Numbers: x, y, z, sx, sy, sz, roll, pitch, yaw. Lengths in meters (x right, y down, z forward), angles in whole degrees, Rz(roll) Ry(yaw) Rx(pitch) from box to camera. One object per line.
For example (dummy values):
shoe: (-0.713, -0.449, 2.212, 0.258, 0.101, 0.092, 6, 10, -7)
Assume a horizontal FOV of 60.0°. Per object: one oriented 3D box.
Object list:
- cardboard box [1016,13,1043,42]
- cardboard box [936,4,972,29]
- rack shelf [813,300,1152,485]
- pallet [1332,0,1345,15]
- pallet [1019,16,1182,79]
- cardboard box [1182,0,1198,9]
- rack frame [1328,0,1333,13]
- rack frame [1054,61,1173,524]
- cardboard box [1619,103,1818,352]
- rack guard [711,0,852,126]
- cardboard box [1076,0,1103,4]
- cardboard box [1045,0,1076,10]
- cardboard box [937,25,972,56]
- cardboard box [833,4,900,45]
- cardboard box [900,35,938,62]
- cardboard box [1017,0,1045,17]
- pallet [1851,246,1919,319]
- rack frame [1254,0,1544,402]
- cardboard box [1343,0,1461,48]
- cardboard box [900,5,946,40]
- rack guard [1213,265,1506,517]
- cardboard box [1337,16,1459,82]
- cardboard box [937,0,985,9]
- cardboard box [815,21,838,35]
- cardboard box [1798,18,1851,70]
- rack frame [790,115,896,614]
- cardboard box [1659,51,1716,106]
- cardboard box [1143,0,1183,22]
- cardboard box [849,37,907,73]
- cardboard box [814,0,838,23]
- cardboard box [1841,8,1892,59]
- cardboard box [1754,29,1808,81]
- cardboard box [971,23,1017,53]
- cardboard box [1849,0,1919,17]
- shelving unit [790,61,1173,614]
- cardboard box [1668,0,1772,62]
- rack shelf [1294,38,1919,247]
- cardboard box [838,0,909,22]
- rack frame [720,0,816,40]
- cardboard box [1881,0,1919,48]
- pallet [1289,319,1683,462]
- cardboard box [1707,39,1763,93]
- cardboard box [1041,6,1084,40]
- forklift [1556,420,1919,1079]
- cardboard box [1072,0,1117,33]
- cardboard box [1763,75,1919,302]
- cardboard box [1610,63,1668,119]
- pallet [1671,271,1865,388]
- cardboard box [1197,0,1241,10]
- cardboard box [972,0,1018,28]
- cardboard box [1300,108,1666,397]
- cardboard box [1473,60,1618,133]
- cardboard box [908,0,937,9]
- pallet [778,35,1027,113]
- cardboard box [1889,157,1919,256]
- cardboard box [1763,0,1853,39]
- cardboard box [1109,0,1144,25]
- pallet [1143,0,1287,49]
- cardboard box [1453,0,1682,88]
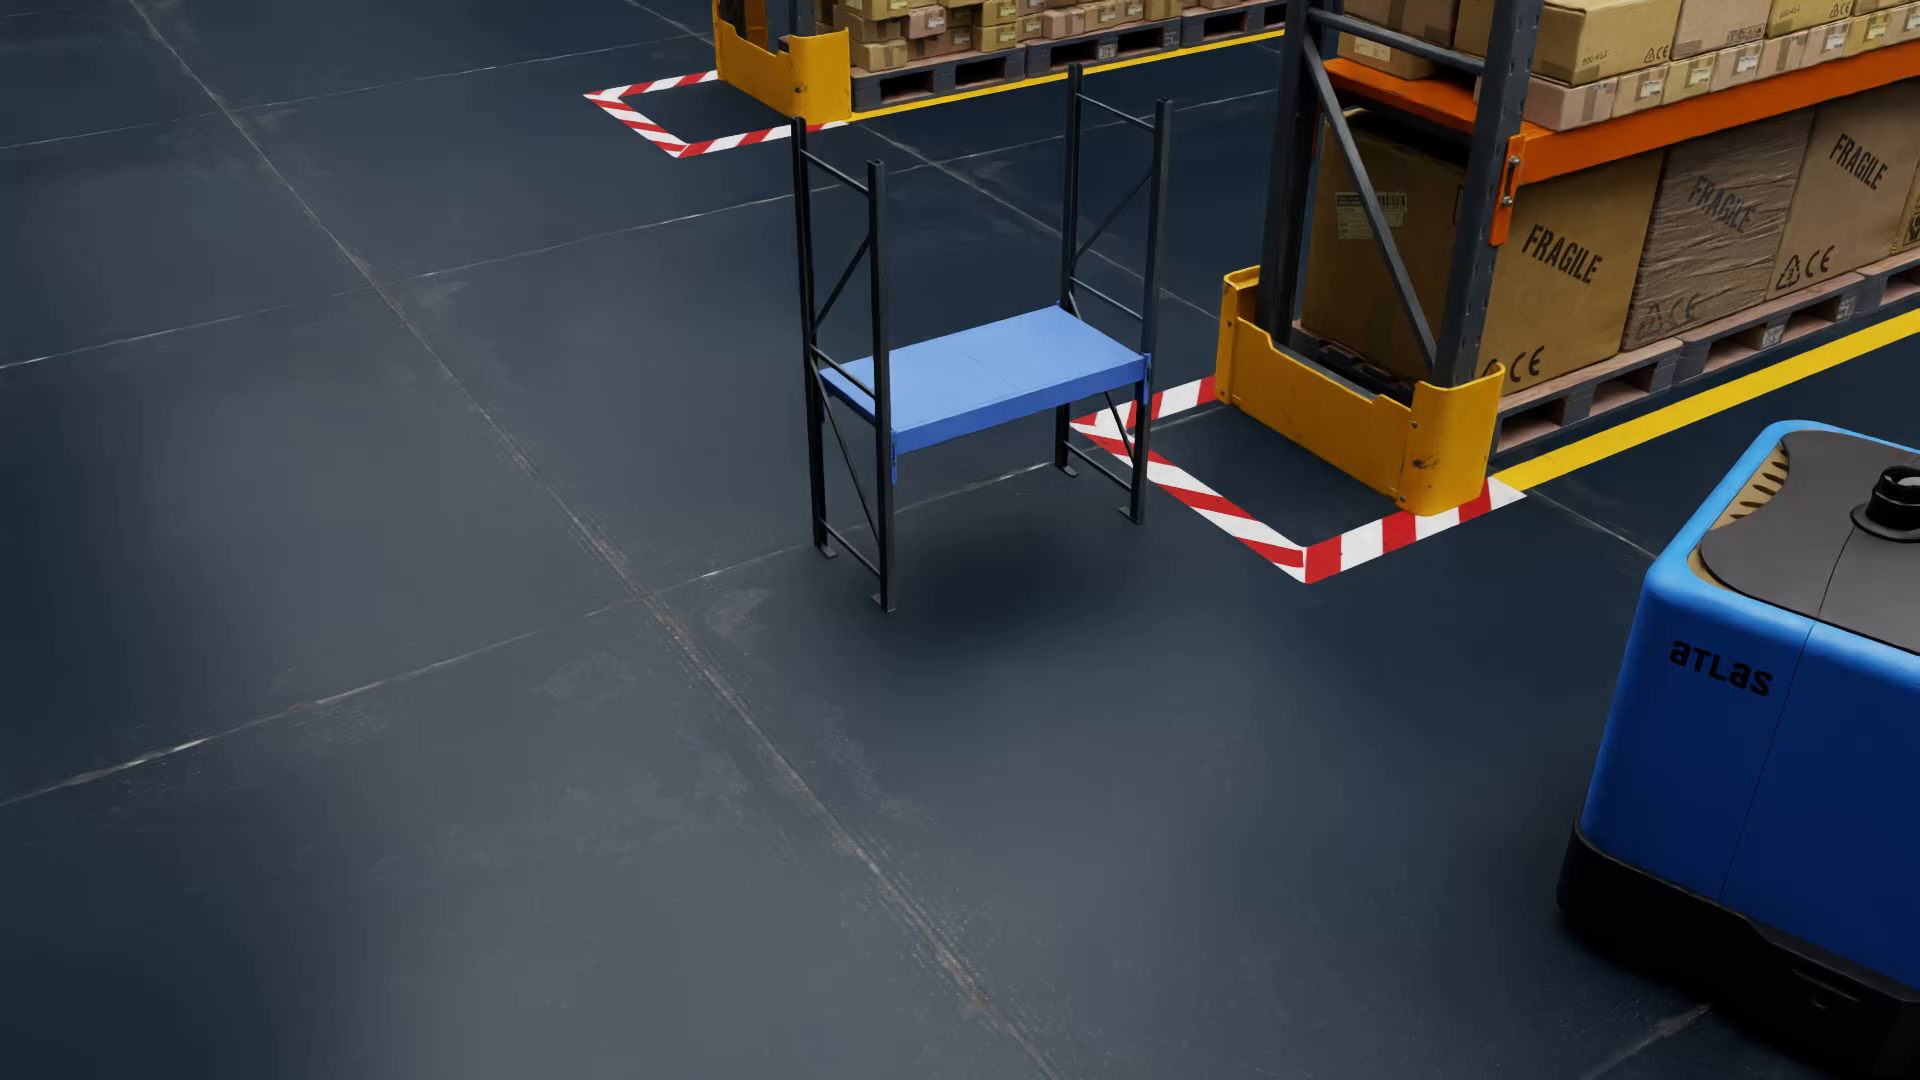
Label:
cardboard box: (0.303, -3.218, 10.318, 0.250, 0.149, 0.380, -19, 37, -27)
cardboard box: (-0.130, -3.208, 10.024, 0.250, 0.149, 0.380, -18, 37, -27)
rack shelf: (0.072, -0.507, 5.485, 1.000, 0.185, 0.538, -19, 37, -27)
pallet: (2.887, -4.112, 12.071, 1.213, 0.211, 1.003, -19, 37, -27)
pallet: (0.662, -3.322, 10.818, 1.213, 0.211, 1.003, -19, 37, -27)
cardboard box: (1.351, -3.607, 10.935, 0.250, 0.149, 0.380, -20, 37, -28)
rack frame: (2.234, -5.066, 10.970, 0.127, 3.000, 1.000, -19, 37, -27)
rack frame: (0.499, -0.806, 5.622, 0.032, 1.500, 0.500, -19, 37, -27)
cardboard box: (2.733, -1.419, 6.786, 0.875, 0.875, 0.875, -19, 37, -27)
rack guard: (-1.065, -2.875, 9.838, 0.348, 0.500, 1.175, -19, 37, -27)
cardboard box: (0.754, -3.524, 10.524, 0.250, 0.149, 0.380, -17, 36, -25)
cardboard box: (0.521, -3.450, 10.407, 0.250, 0.149, 0.380, -17, 36, -25)
cardboard box: (-0.134, -3.077, 10.095, 0.250, 0.149, 0.380, -19, 37, -27)
cardboard box: (-0.549, -3.044, 9.763, 0.250, 0.149, 0.380, -17, 36, -25)
cardboard box: (-0.339, -3.002, 9.976, 0.250, 0.149, 0.380, -19, 37, -27)
cardboard box: (0.316, -3.353, 10.253, 0.250, 0.149, 0.380, -21, 38, -29)
pallet: (4.155, -1.449, 7.849, 1.213, 0.211, 1.003, -19, 37, -27)
rack frame: (1.474, -1.656, 5.564, 0.127, 3.000, 1.000, -19, 37, -27)
cardboard box: (1.738, -1.978, 5.936, 0.500, 0.250, 0.500, -20, 37, -28)
cardboard box: (-0.288, -3.098, 9.849, 0.250, 0.149, 0.380, -19, 37, -27)
rack guard: (1.454, -0.592, 6.220, 0.348, 0.500, 1.175, -19, 37, -27)
cardboard box: (1.595, -1.801, 6.029, 0.250, 0.149, 0.380, -18, 37, -26)
cardboard box: (-0.056, -3.281, 9.861, 0.250, 0.149, 0.380, -19, 37, -27)
cardboard box: (-0.799, -3.127, 10.175, 0.250, 0.149, 0.380, -18, 37, -26)
cardboard box: (3.031, -1.878, 6.150, 0.250, 0.149, 0.380, -19, 37, -28)
rack frame: (-0.356, -0.512, 5.156, 0.032, 1.500, 0.500, -19, 37, -27)
cardboard box: (2.381, -1.654, 5.796, 0.250, 0.149, 0.380, -20, 37, -28)
cardboard box: (1.219, -3.473, 10.722, 0.250, 0.149, 0.380, -19, 37, -27)
cardboard box: (-0.515, -2.890, 9.798, 0.250, 0.149, 0.380, -18, 37, -26)
cardboard box: (-0.839, -3.288, 10.151, 0.250, 0.149, 0.380, -20, 37, -29)
cardboard box: (3.243, -1.950, 6.265, 0.250, 0.149, 0.380, -20, 37, -28)
cardboard box: (2.814, -1.803, 6.032, 0.250, 0.149, 0.380, -20, 37, -28)
cardboard box: (0.140, -3.102, 10.134, 0.250, 0.149, 0.380, -18, 37, -27)
cardboard box: (3.317, -2.187, 6.266, 0.500, 0.250, 0.500, -20, 37, -28)
shelving unit: (0.072, -0.659, 5.389, 1.048, 1.500, 0.538, -19, 37, -27)
cardboard box: (2.457, -1.890, 5.796, 0.500, 0.250, 0.500, -19, 37, -28)
rack shelf: (3.155, -1.930, 6.673, 4.000, 0.370, 1.077, -19, 37, -27)
cardboard box: (-0.504, -3.132, 9.625, 0.250, 0.149, 0.380, -21, 38, -29)
rack frame: (-1.128, -3.910, 9.137, 0.127, 3.000, 1.000, -19, 37, -27)
cardboard box: (3.463, -2.027, 6.387, 0.250, 0.149, 0.380, -18, 37, -27)
pallet: (2.104, -0.743, 6.730, 1.213, 0.211, 1.003, -19, 37, -27)
cardboard box: (2.600, -1.730, 5.916, 0.250, 0.149, 0.380, -20, 37, -28)
cardboard box: (0.560, -3.251, 10.371, 0.250, 0.149, 0.380, -21, 38, -30)
forklift: (2.963, 0.031, 2.954, 3.031, 2.935, 1.130, 23, 39, 32)
cardboard box: (0.778, -3.343, 10.516, 0.250, 0.149, 0.380, -19, 37, -27)
cardboard box: (3.481, -1.677, 7.194, 0.875, 0.875, 0.875, -19, 37, -27)
cardboard box: (2.166, -1.580, 5.678, 0.250, 0.149, 0.380, -20, 37, -28)
pallet: (3.128, -1.094, 7.286, 1.213, 0.211, 1.003, -19, 37, -27)
cardboard box: (1.638, -3.629, 10.970, 0.250, 0.149, 0.380, -20, 38, -29)
cardboard box: (0.144, -3.234, 10.064, 0.250, 0.149, 0.380, -18, 36, -26)
cardboard box: (1.969, -1.156, 6.369, 0.875, 0.875, 0.875, -19, 37, -27)
cardboard box: (1.951, -1.505, 5.559, 0.250, 0.149, 0.380, -19, 37, -27)
cardboard box: (-0.337, -3.266, 9.837, 0.250, 0.149, 0.380, -18, 37, -26)
pallet: (-0.363, -2.971, 10.263, 1.213, 0.211, 1.003, -19, 37, -27)
cardboard box: (4.238, -1.937, 7.607, 0.875, 0.875, 0.875, -19, 37, -27)
cardboard box: (2.881, -2.033, 6.024, 0.500, 0.250, 0.500, -20, 38, -29)
cardboard box: (0.963, -3.427, 10.650, 0.250, 0.149, 0.380, -18, 37, -26)
pallet: (1.688, -3.677, 11.381, 1.213, 0.211, 1.003, -19, 37, -27)
cardboard box: (2.024, -1.736, 5.553, 0.500, 0.250, 0.500, -20, 37, -28)
